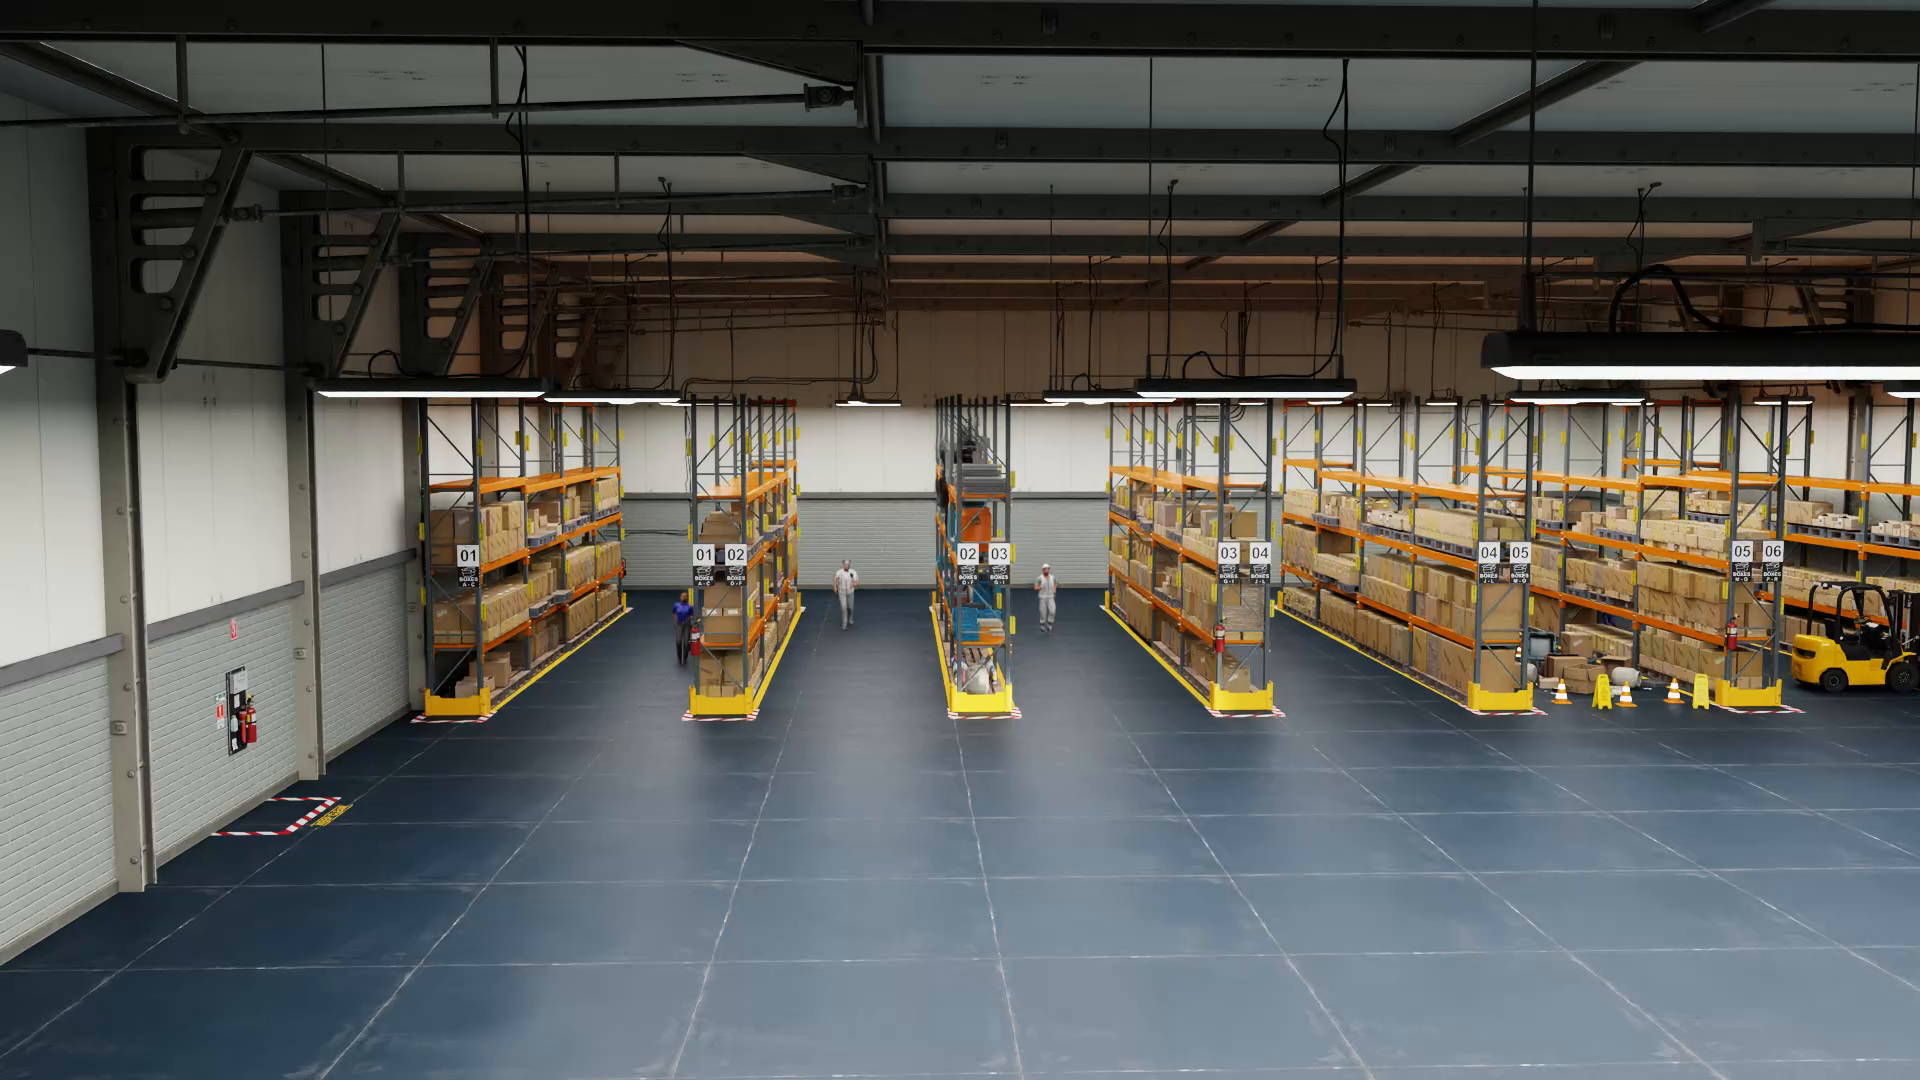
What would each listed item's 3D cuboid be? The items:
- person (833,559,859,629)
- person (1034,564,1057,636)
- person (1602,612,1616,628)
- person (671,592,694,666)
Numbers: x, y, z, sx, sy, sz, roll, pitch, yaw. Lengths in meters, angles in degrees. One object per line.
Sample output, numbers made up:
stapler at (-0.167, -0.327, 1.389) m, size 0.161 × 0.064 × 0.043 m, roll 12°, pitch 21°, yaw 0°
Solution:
person at (-2.985, 1.396, 43.747) m, size 0.680 × 1.802 × 0.883 m, roll -1°, pitch 5°, yaw -7°
person at (2.198, 1.519, 42.120) m, size 0.634 × 1.830 × 0.713 m, roll -1°, pitch 5°, yaw -10°
person at (16.465, 1.586, 42.347) m, size 0.597 × 1.601 × 0.550 m, roll 0°, pitch 5°, yaw -3°
person at (-6.177, 1.990, 37.126) m, size 0.549 × 1.680 × 0.702 m, roll -1°, pitch 5°, yaw -9°
